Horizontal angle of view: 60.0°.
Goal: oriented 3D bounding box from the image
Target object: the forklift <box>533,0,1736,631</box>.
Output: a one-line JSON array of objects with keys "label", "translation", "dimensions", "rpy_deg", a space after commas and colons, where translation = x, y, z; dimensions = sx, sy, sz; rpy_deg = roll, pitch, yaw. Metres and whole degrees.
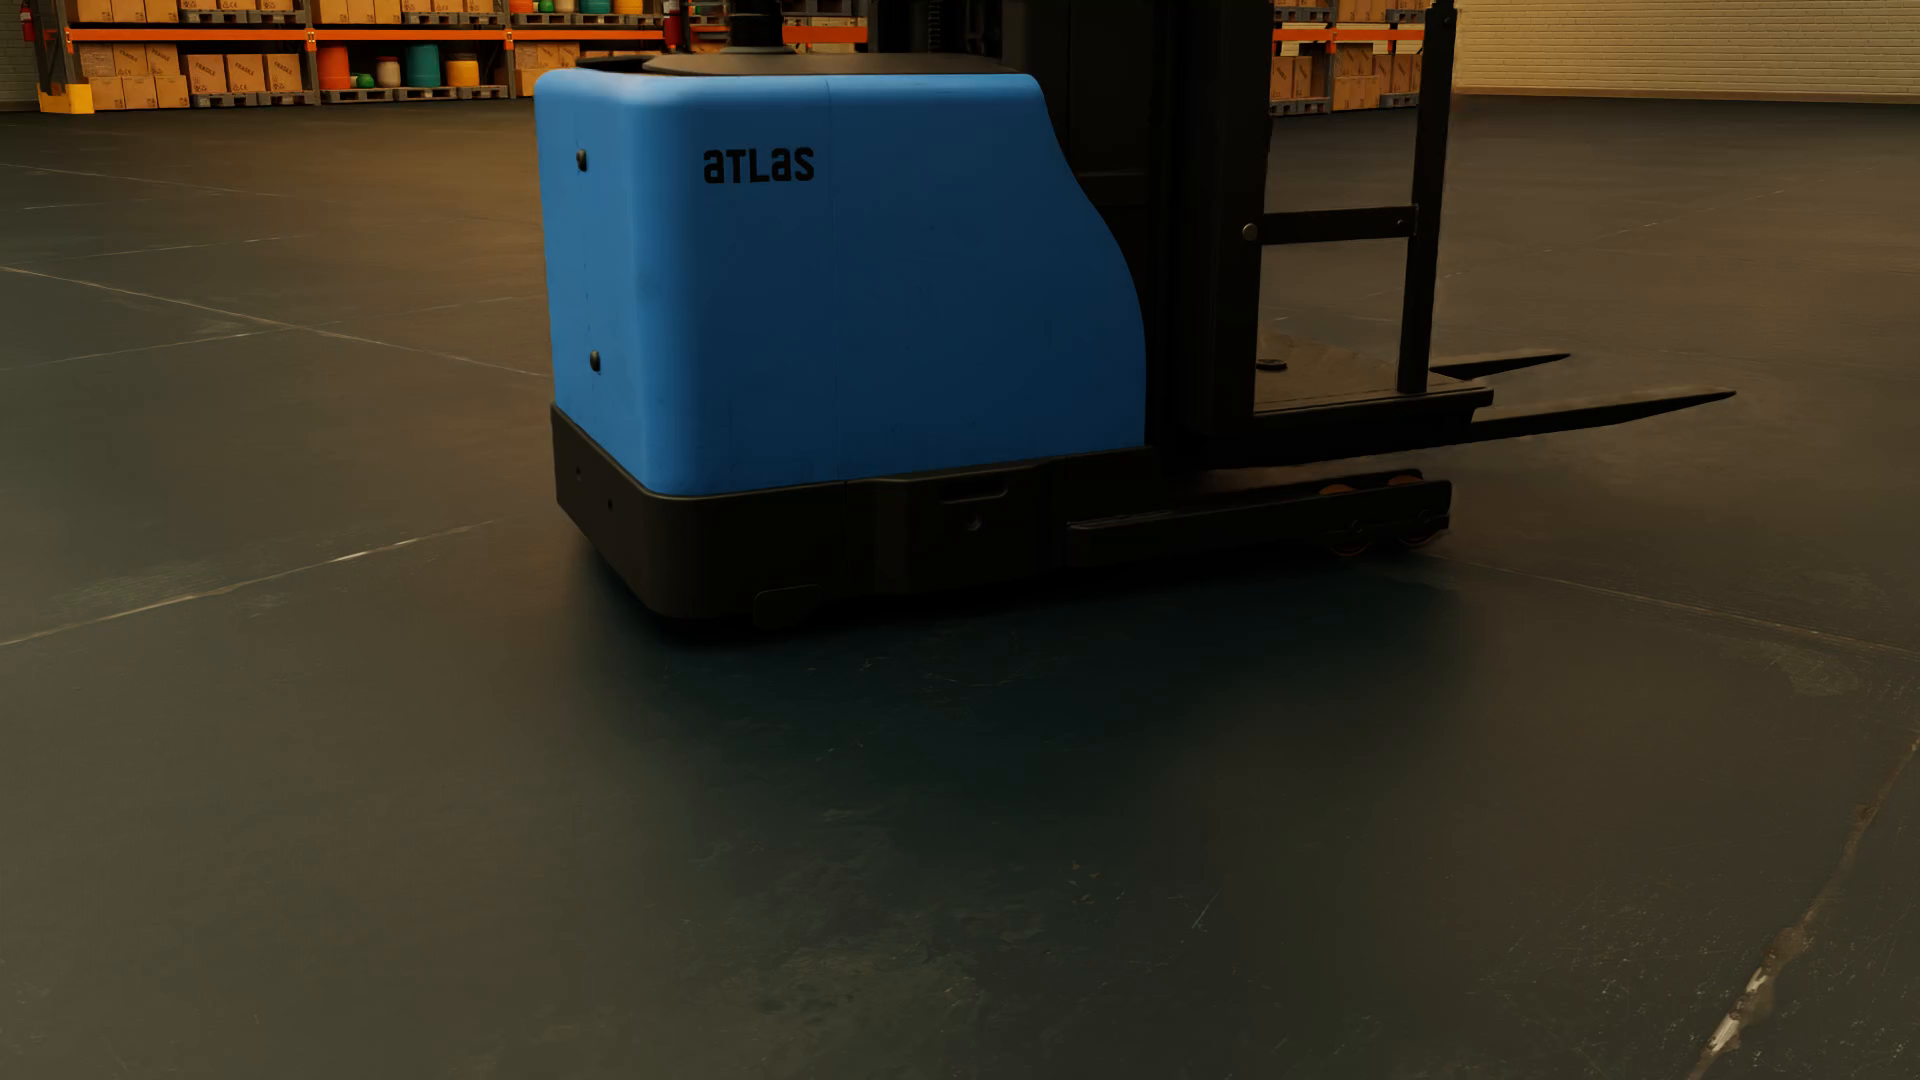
[{"label": "forklift", "translation": [0.588, -1.494, 3.818], "dimensions": [3.031, 2.935, 1.130], "rpy_deg": [-8, 18, -24]}]
